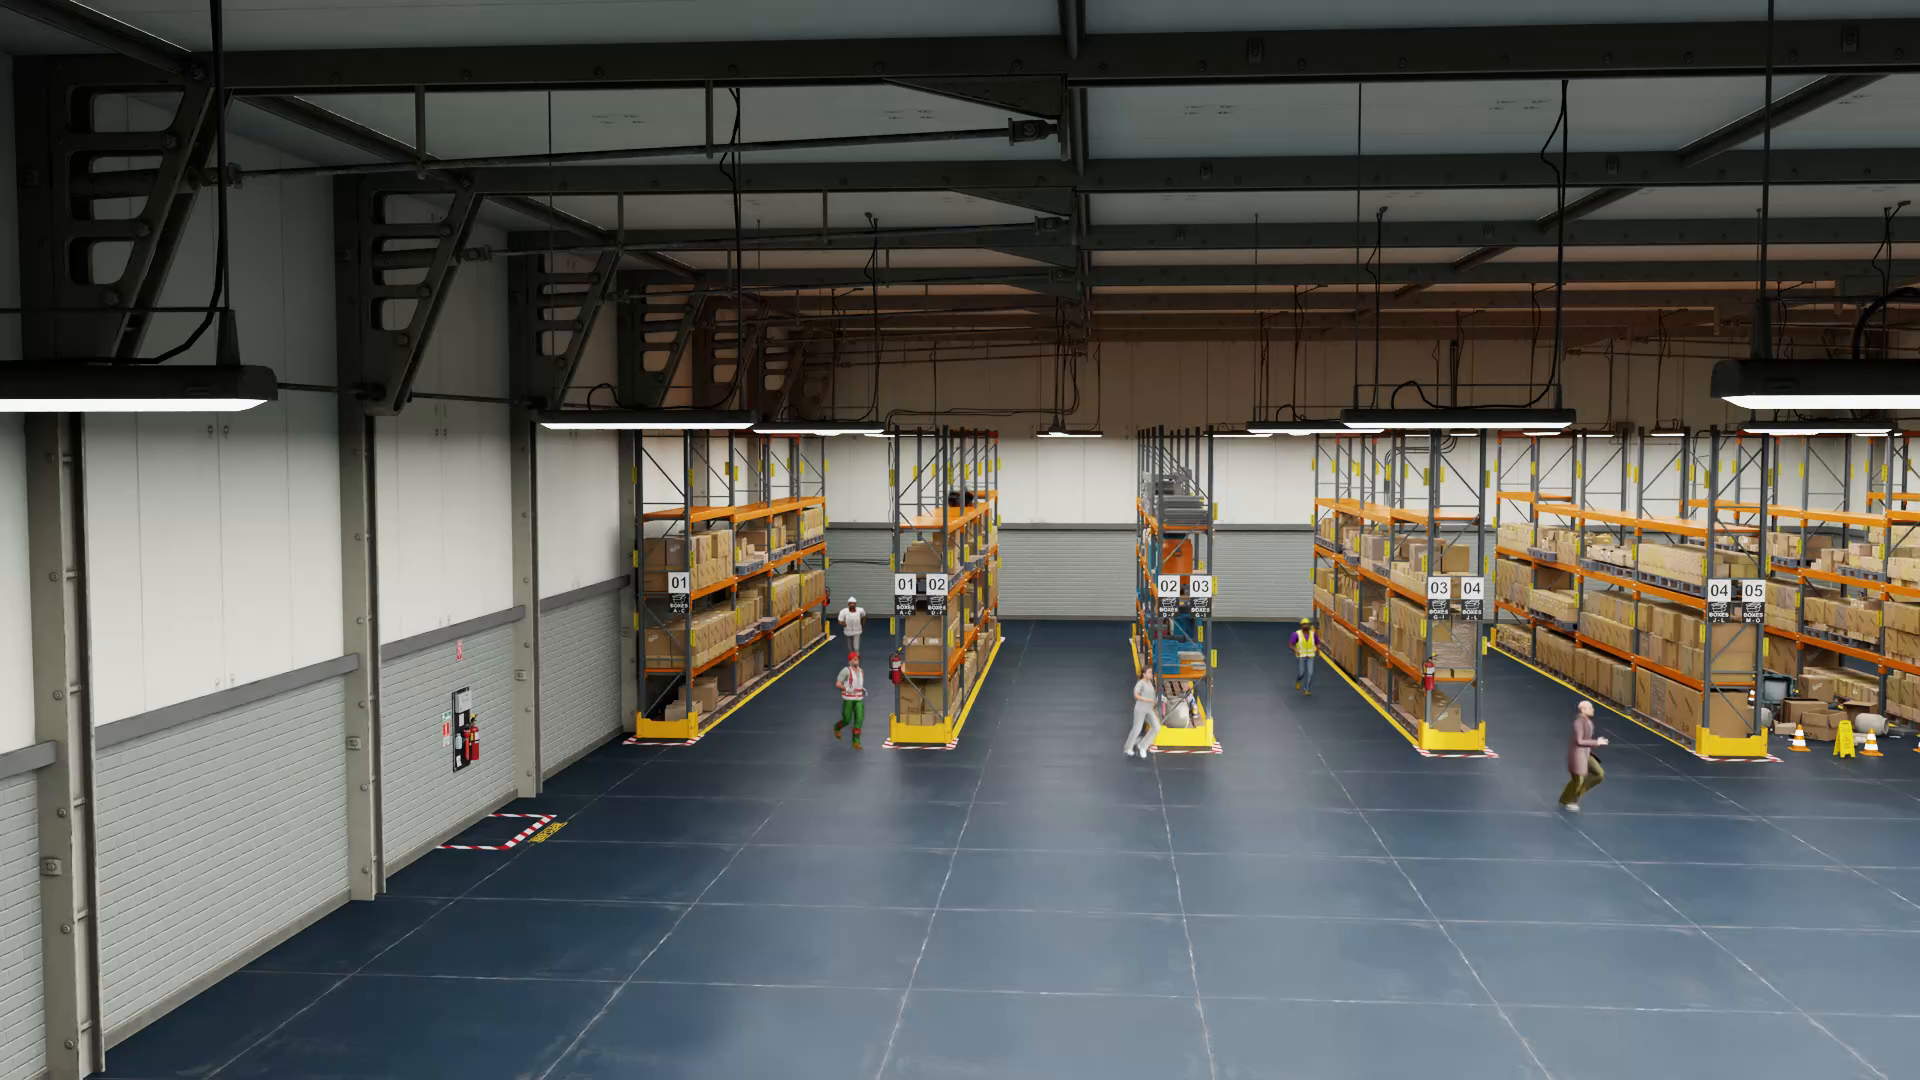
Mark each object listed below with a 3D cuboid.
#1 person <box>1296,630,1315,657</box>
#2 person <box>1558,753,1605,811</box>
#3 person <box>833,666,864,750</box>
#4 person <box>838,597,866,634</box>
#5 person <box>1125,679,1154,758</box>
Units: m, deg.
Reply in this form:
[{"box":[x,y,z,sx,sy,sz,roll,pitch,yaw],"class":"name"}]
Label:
[{"box":[7.762,2.329,37.332,0.436,0.629,0.336,0,3,-2],"class":"person"},{"box":[9.501,3.660,25.513,0.693,1.026,0.377,3,4,39],"class":"person"},{"box":[-2.021,3.113,31.030,0.409,1.520,0.930,-2,4,-36],"class":"person"},{"box":[-2.532,1.762,38.800,0.640,0.879,0.702,0,3,1],"class":"person"},{"box":[3.281,3.214,30.152,0.569,1.405,0.512,-3,5,-41],"class":"person"}]
